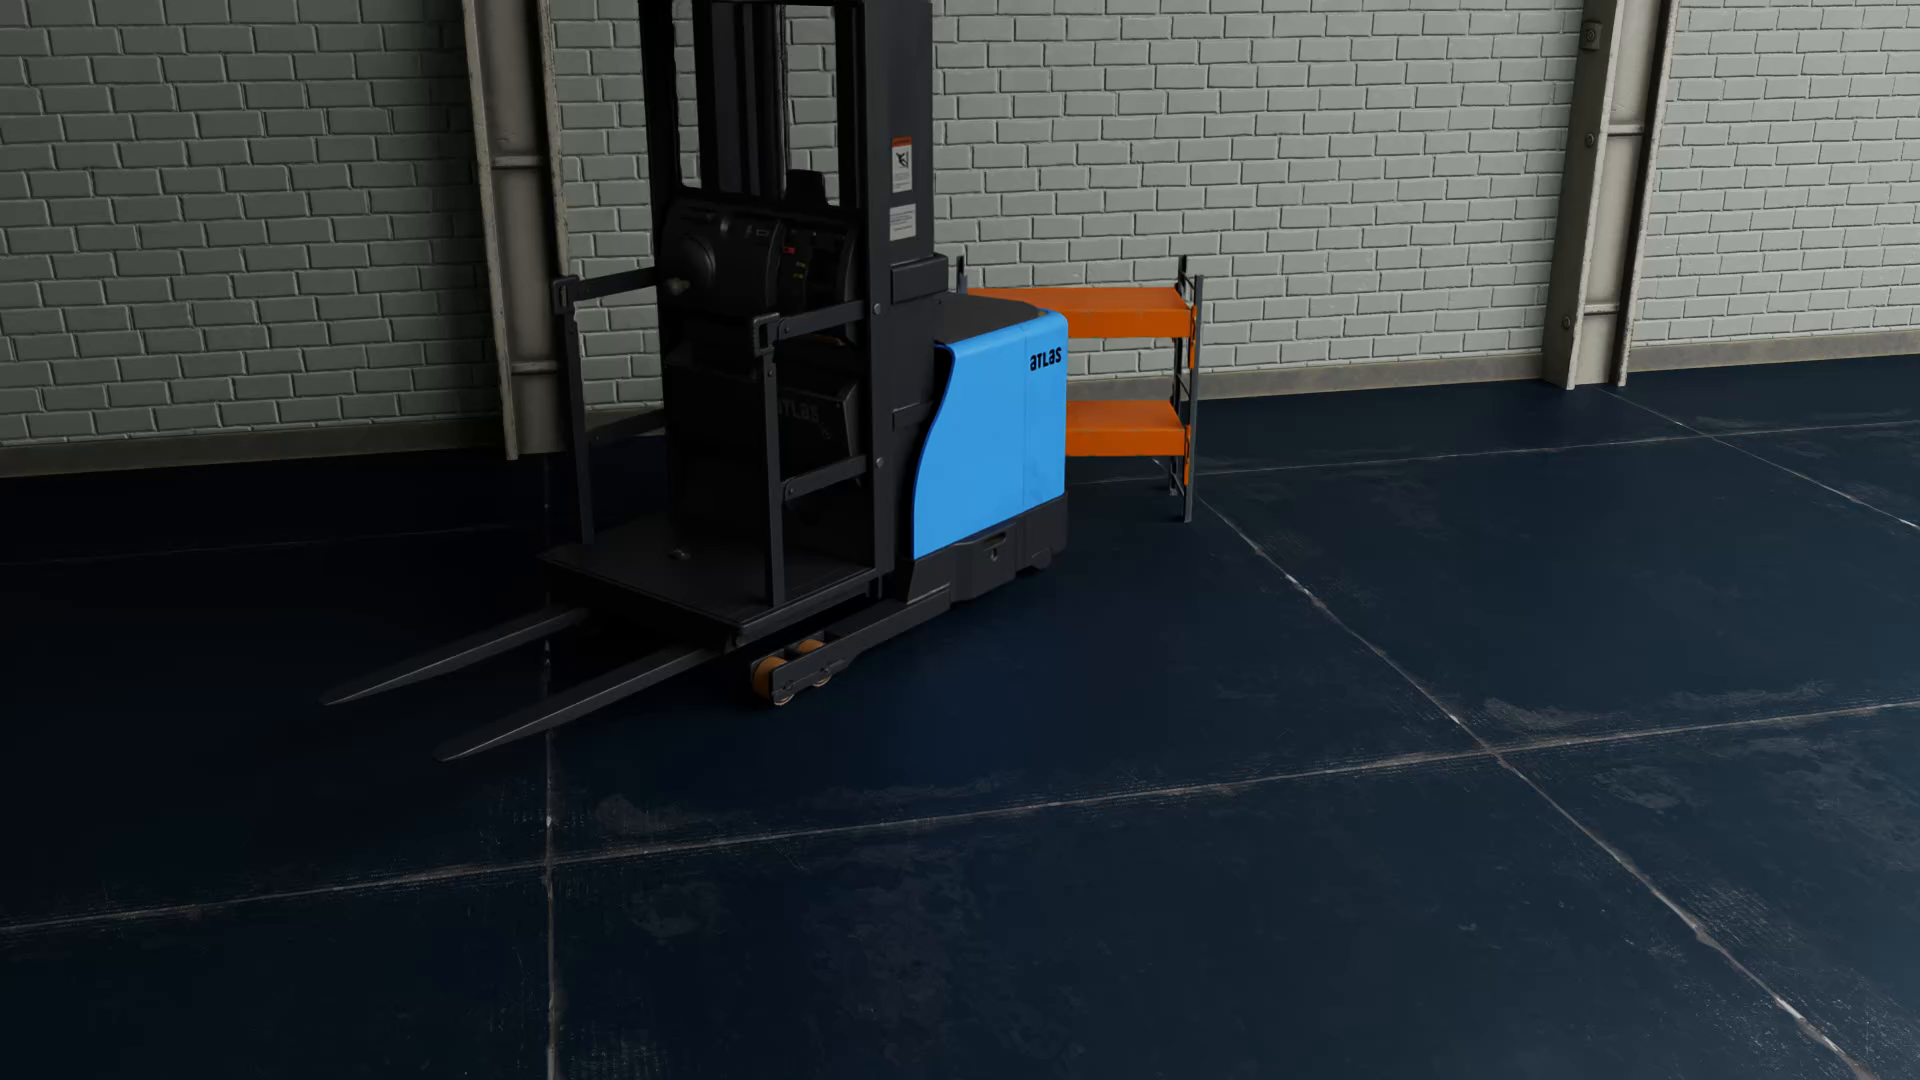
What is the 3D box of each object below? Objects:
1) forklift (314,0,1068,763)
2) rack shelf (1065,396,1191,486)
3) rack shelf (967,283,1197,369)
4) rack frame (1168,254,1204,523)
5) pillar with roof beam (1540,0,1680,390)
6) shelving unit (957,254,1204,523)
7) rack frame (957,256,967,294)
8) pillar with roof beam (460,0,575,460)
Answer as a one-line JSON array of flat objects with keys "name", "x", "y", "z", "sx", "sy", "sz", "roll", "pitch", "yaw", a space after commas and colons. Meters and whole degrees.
[{"name": "forklift", "x": -0.853, "y": -0.996, "z": 5.772, "sx": 1.130, "sy": 2.935, "sz": 3.031, "roll": 15, "pitch": 25, "yaw": 36}, {"name": "rack shelf", "x": 0.517, "y": -0.458, "z": 7.641, "sx": 1.000, "sy": 0.278, "sz": 0.538, "roll": -1, "pitch": 20, "yaw": -2}, {"name": "rack shelf", "x": 0.517, "y": -0.963, "z": 7.456, "sx": 1.000, "sy": 0.278, "sz": 0.538, "roll": -1, "pitch": 20, "yaw": -2}, {"name": "rack frame", "x": 1.025, "y": -0.693, "z": 7.571, "sx": 0.032, "sy": 1.125, "sz": 0.500, "roll": -1, "pitch": 20, "yaw": -2}, {"name": "pillar with roof beam", "x": 4.688, "y": -3.730, "z": 4.415, "sx": 0.400, "sy": 9.000, "sz": 9.100, "roll": -5, "pitch": 21, "yaw": -12}, {"name": "shelving unit", "x": 0.517, "y": -0.688, "z": 7.557, "sx": 1.048, "sy": 1.125, "sz": 0.538, "roll": -1, "pitch": 20, "yaw": -2}, {"name": "rack frame", "x": 0.008, "y": -0.683, "z": 7.543, "sx": 0.032, "sy": 1.125, "sz": 0.500, "roll": -1, "pitch": 20, "yaw": -2}, {"name": "pillar with roof beam", "x": -1.151, "y": -3.255, "z": 3.118, "sx": 0.400, "sy": 9.000, "sz": 9.100, "roll": -5, "pitch": 21, "yaw": -12}]
